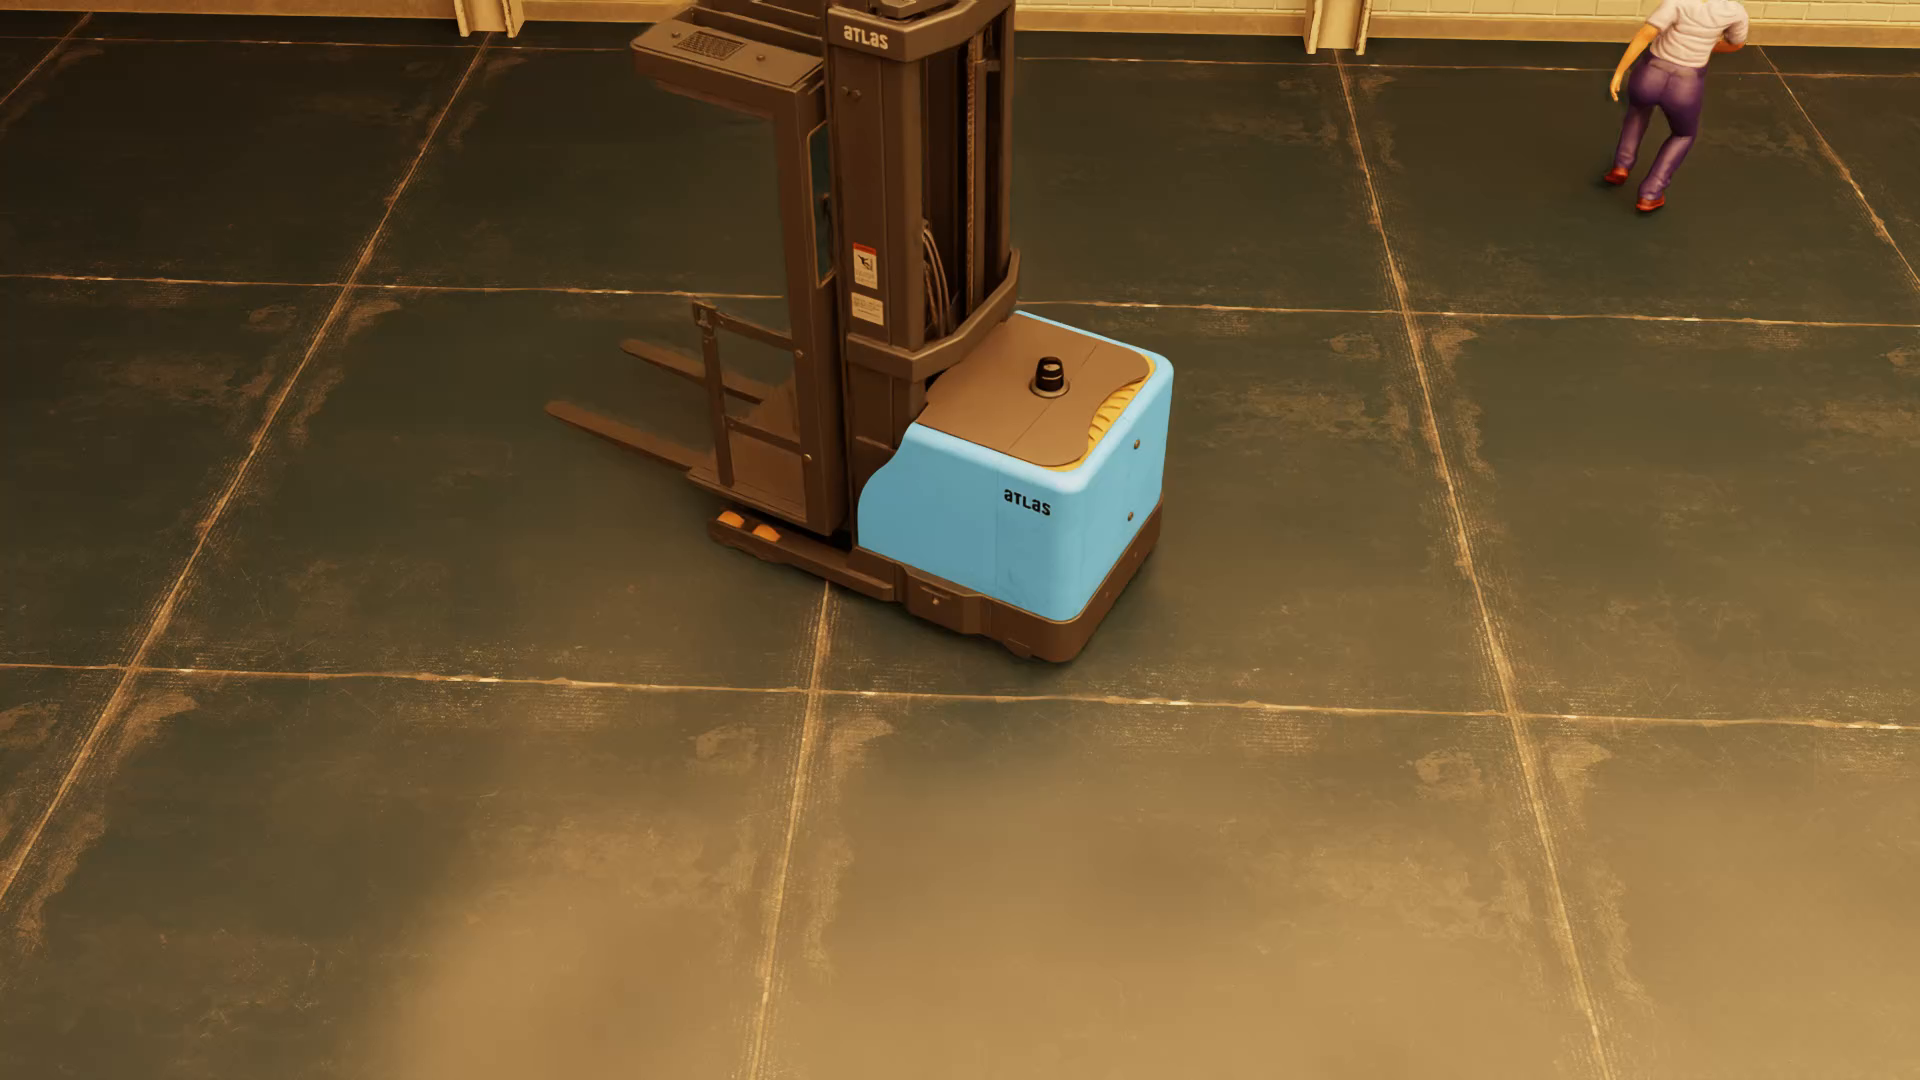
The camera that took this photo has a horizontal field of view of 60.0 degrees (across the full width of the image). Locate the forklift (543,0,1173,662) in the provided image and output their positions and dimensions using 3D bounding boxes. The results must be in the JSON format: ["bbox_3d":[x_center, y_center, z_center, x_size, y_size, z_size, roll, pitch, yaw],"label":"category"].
[{"bbox_3d":[-0.601,-1.277,7.141,3.031,2.935,1.130,21,46,21],"label":"forklift"}]

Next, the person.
[{"bbox_3d":[4.134,-2.646,9.662,0.615,1.630,0.709,19,46,20],"label":"person"}]
